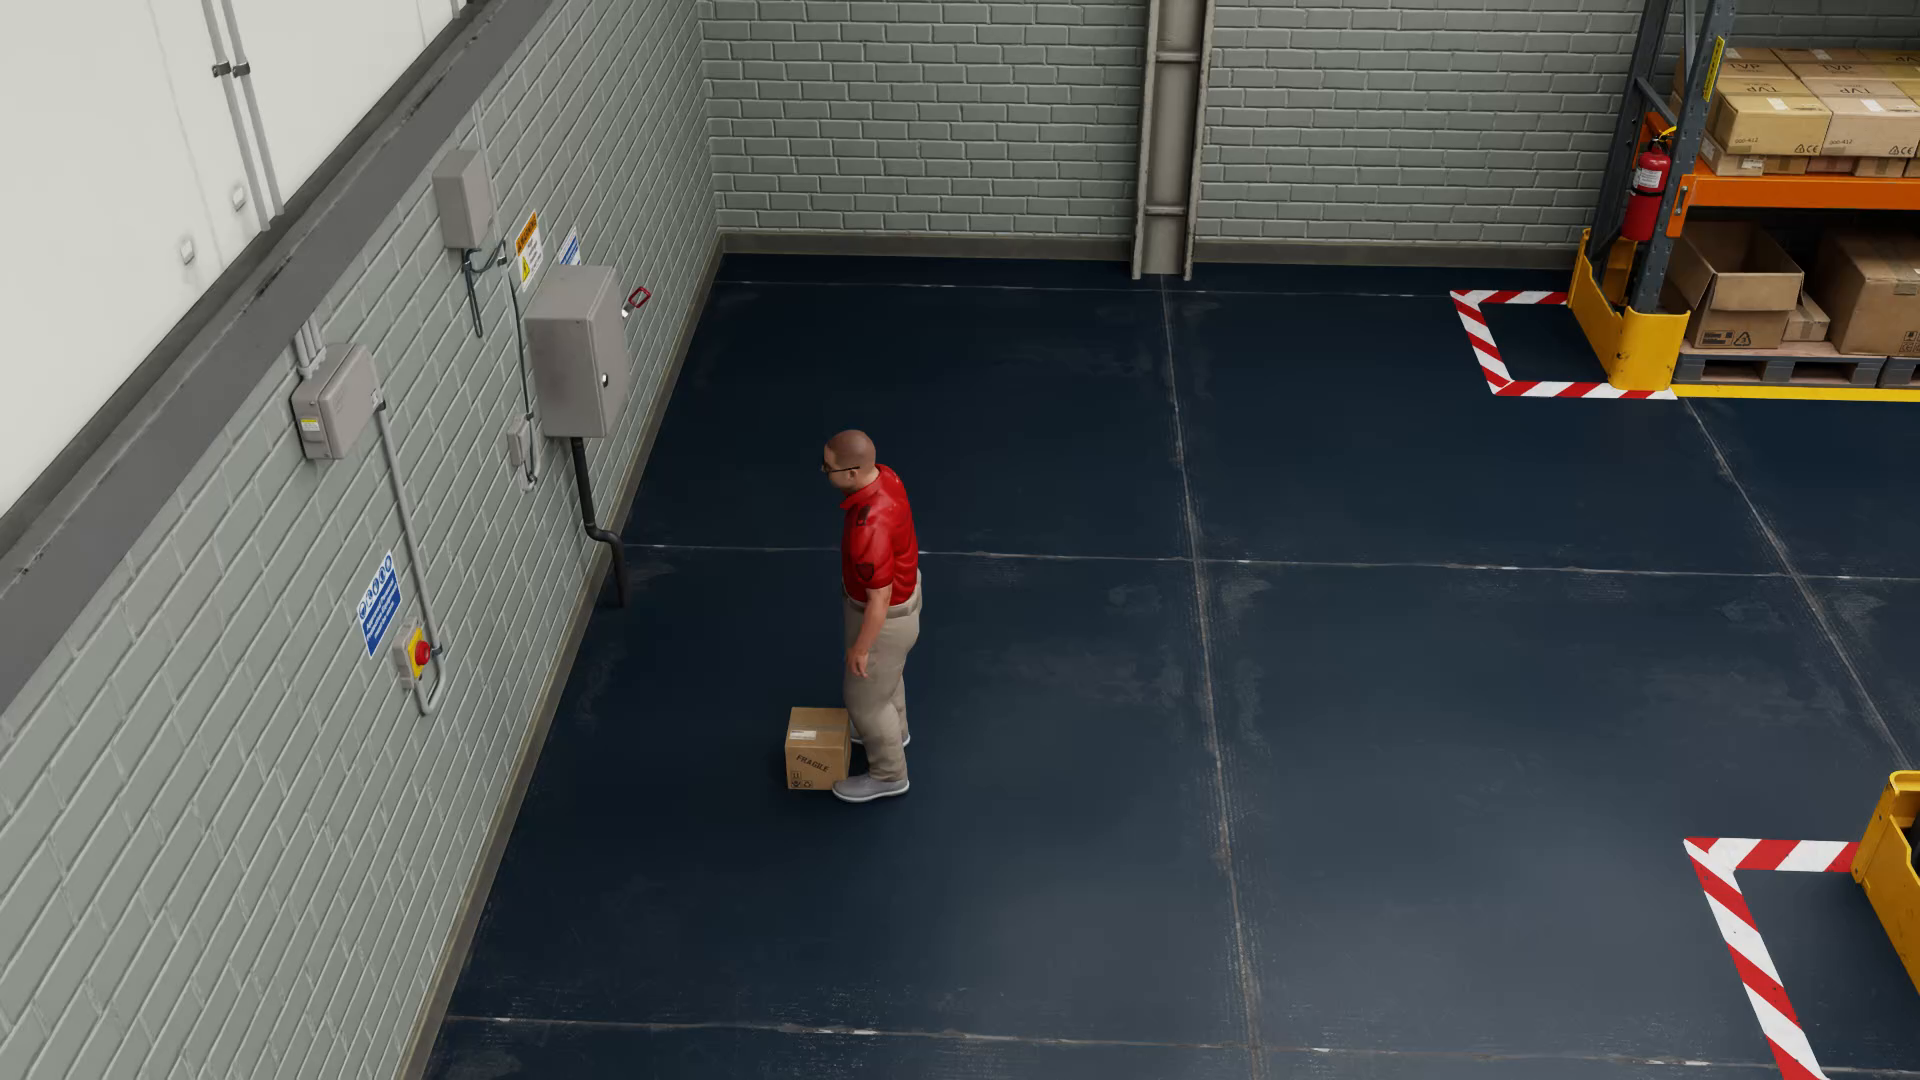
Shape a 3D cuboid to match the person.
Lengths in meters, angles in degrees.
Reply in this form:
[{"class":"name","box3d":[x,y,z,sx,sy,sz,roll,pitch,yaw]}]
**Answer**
[{"class":"person","box3d":[-0.355,0.329,6.743,0.394,1.637,0.587,2,35,2]}]
